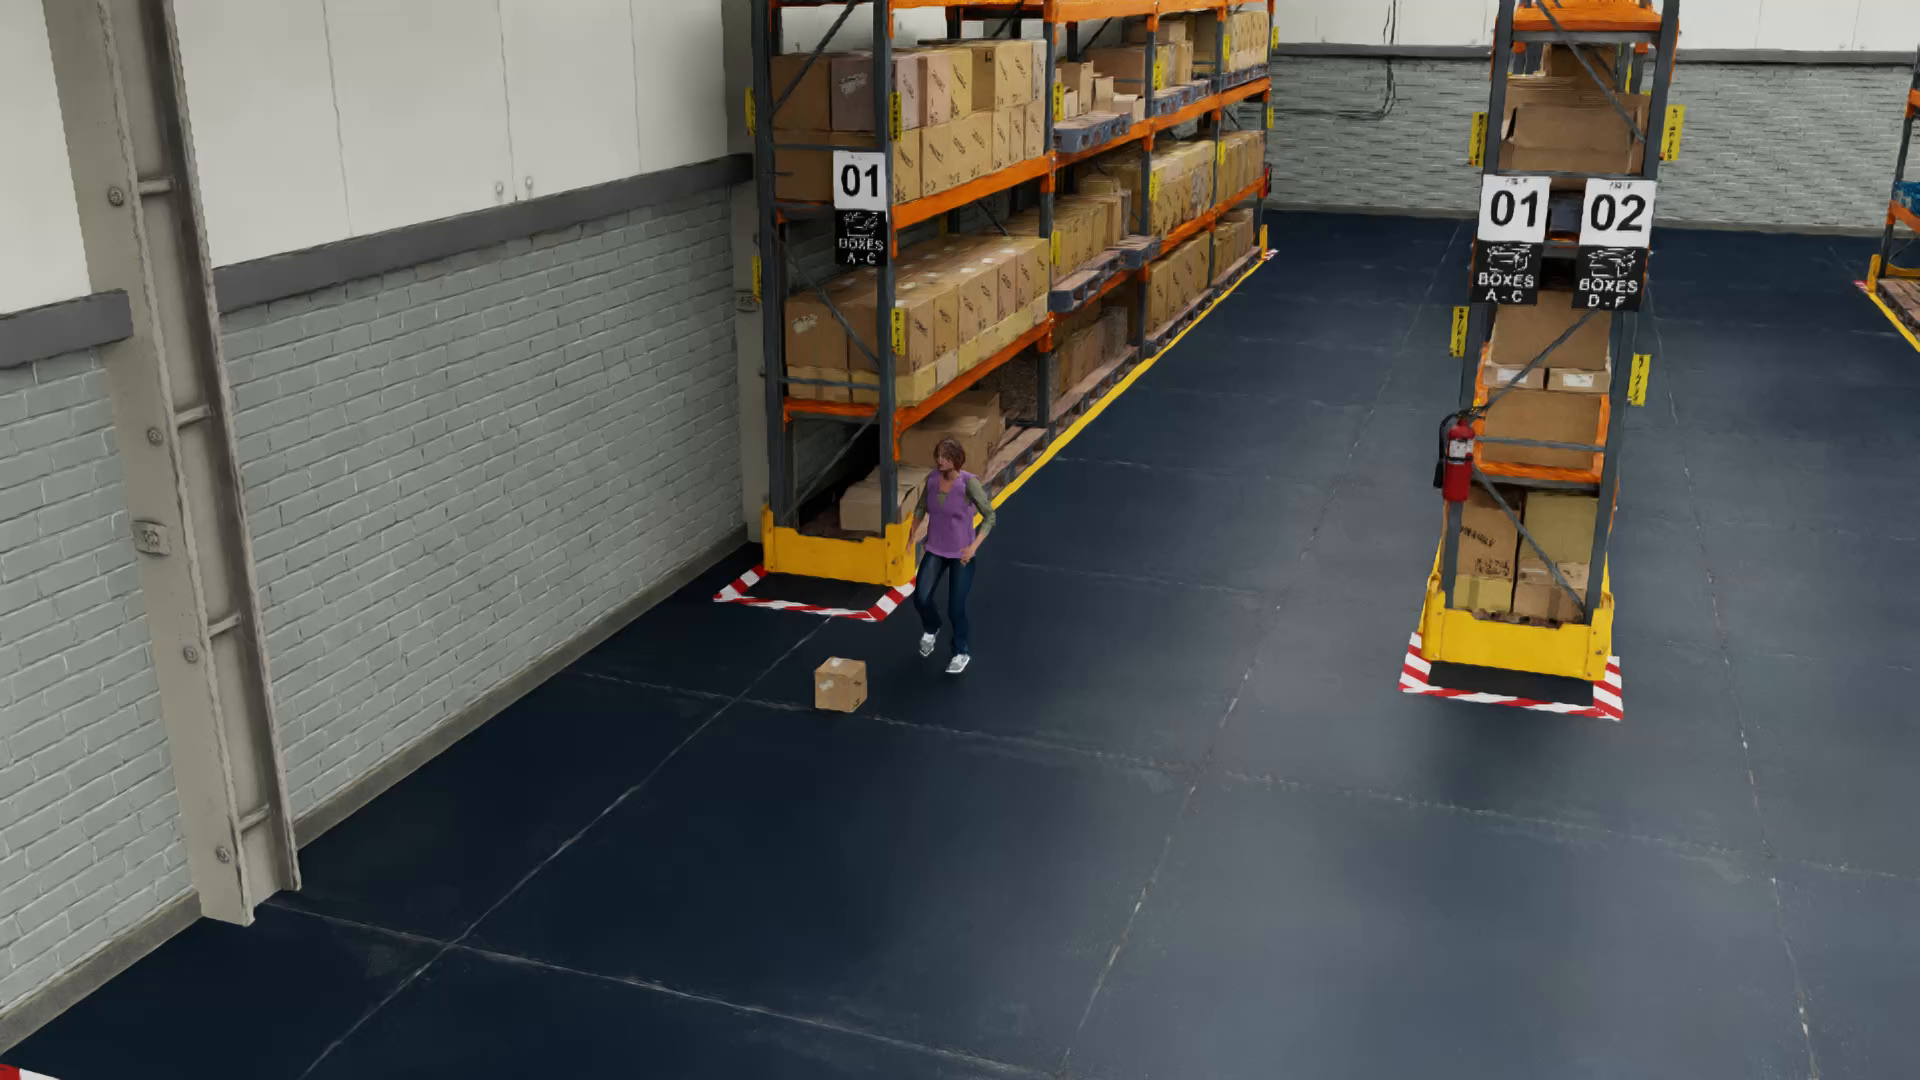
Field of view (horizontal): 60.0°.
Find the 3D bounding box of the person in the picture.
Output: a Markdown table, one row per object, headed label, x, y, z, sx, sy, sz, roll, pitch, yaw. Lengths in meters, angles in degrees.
| label | x | y | z | sx | sy | sz | roll | pitch | yaw |
| --- | --- | --- | --- | --- | --- | --- | --- | --- | --- |
| person | -0.071 | 0.110 | 10.805 | 0.600 | 1.572 | 0.435 | 7 | 20 | 20 |
